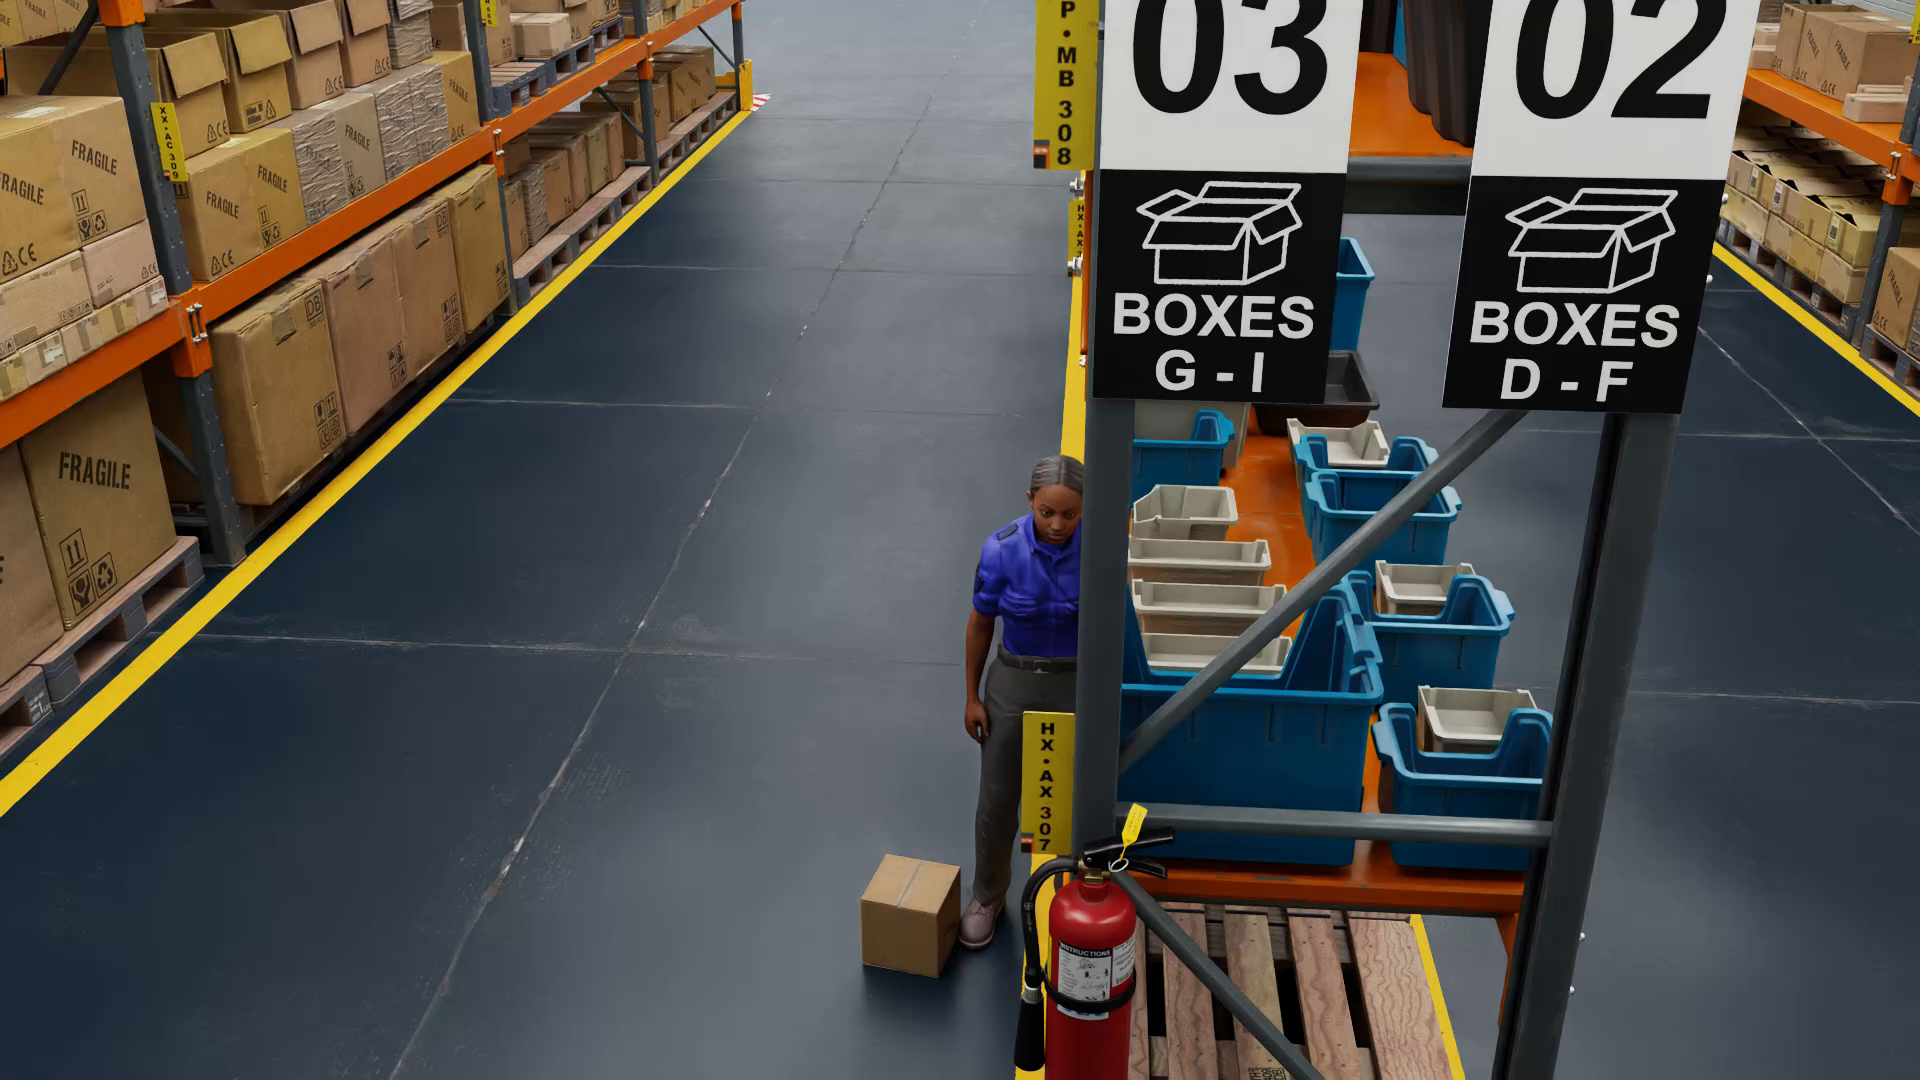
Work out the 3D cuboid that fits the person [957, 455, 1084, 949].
[{"bbox_3d":[0.254,0.487,5.051,0.521,1.654,0.352,1,25,3],"label":"person"}]
